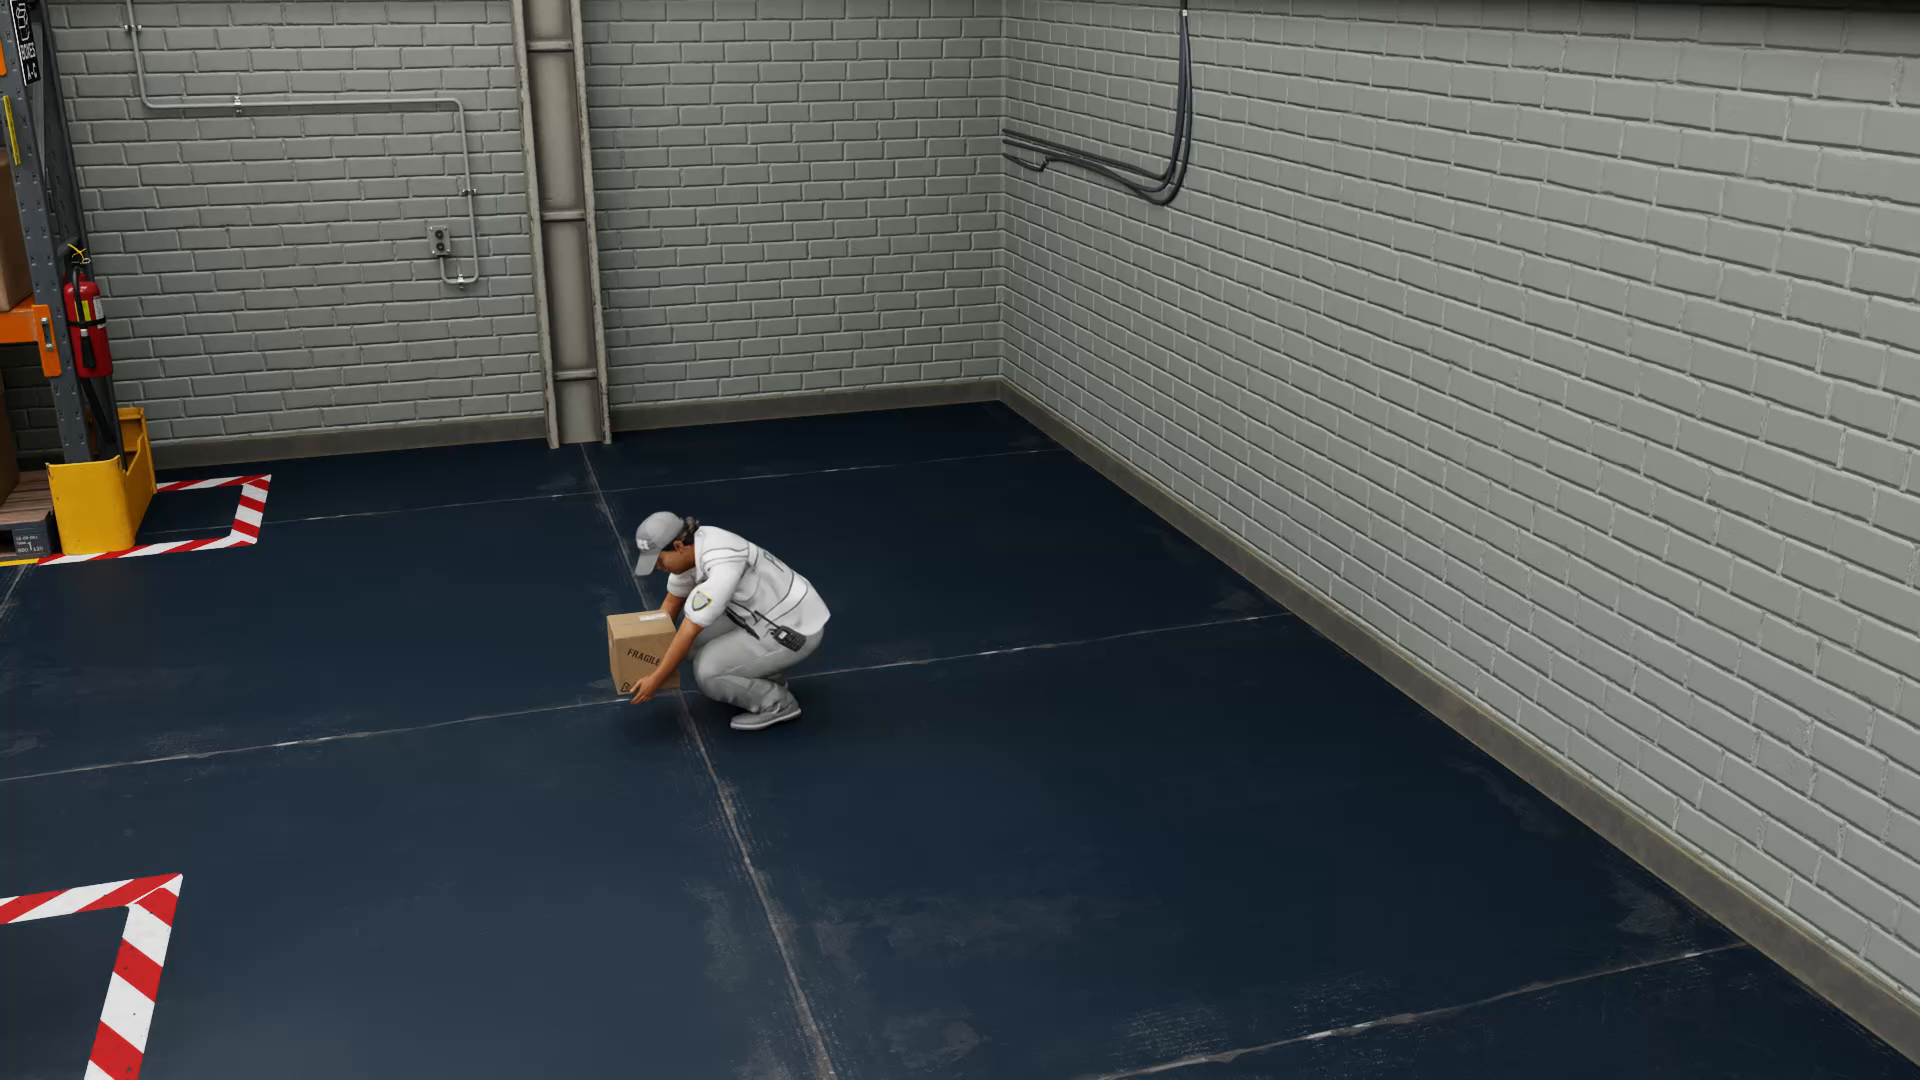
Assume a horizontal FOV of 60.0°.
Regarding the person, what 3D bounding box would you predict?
[{"bbox_3d":[-0.967,0.292,6.853,0.848,0.938,0.514,-6,20,-17],"label":"person"}]
